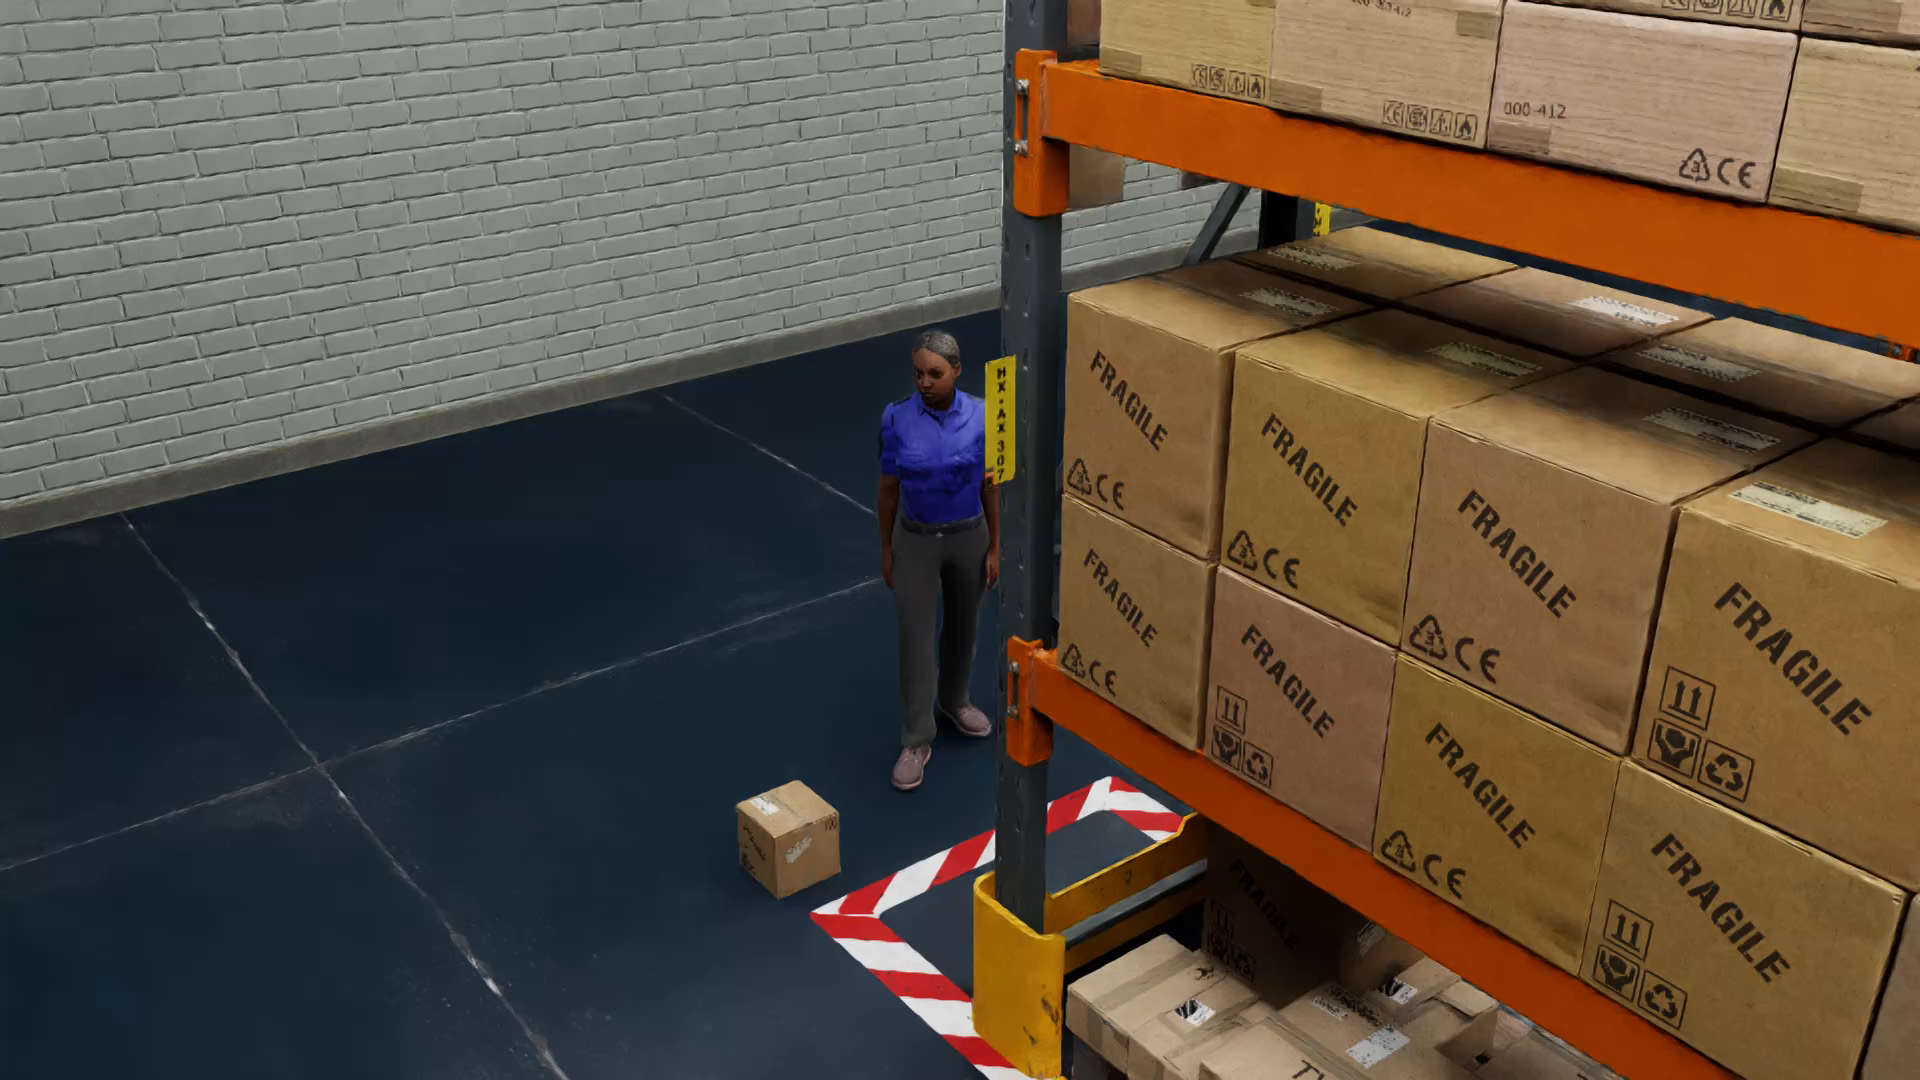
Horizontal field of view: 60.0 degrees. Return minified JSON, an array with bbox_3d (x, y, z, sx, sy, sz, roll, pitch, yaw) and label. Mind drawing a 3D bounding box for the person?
[{"bbox_3d":[-0.067,0.044,6.003,0.456,1.653,0.571,-4,25,-9],"label":"person"}]
